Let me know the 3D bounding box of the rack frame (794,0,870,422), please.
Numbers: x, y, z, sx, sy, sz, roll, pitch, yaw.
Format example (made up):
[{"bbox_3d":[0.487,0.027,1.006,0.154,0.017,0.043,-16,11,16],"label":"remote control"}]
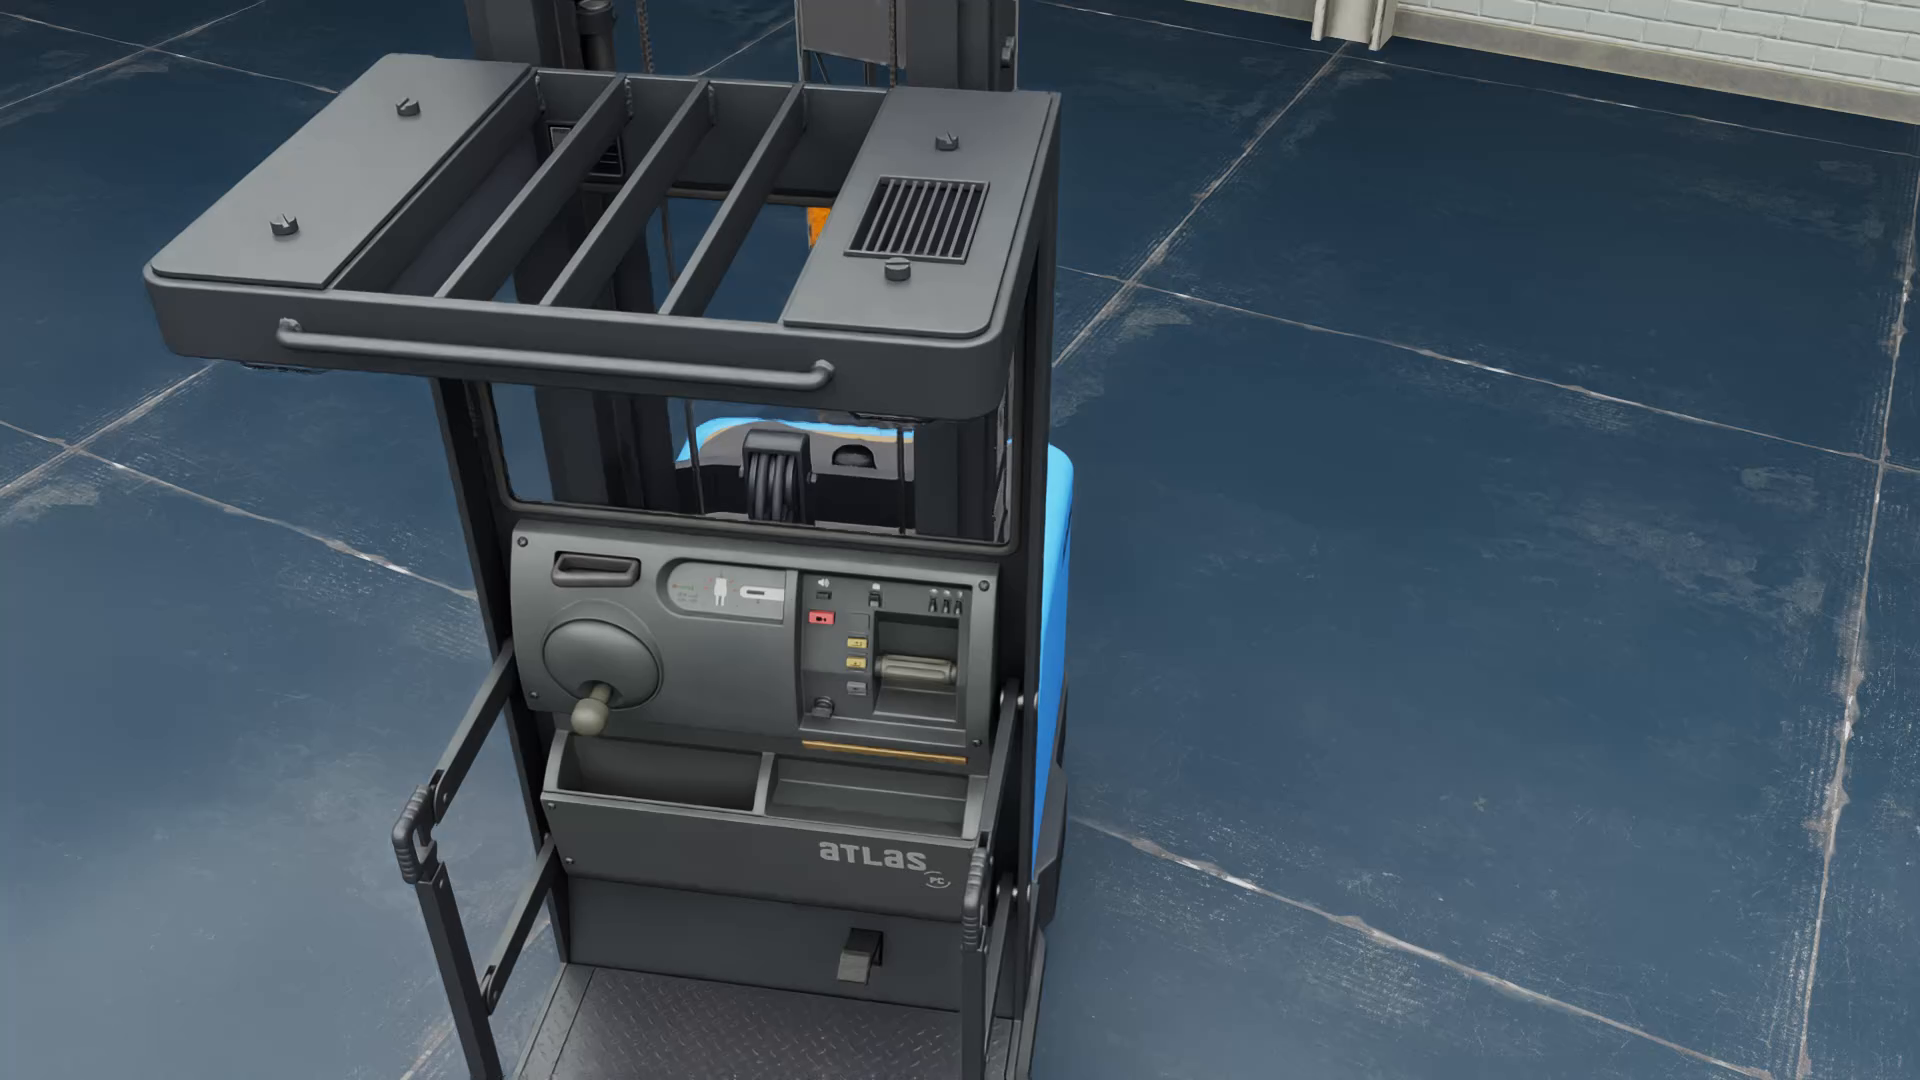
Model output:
[{"bbox_3d":[-0.364,-0.950,5.265,0.015,2.100,0.400,17,41,21],"label":"rack frame"}]

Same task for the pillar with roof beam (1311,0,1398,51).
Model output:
[{"bbox_3d":[0.275,-4.172,3.803,0.400,9.000,9.100,17,41,21],"label":"pillar with roof beam"}]

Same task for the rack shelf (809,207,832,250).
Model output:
[{"bbox_3d":[-0.147,-0.872,5.184,0.480,0.518,0.431,17,41,21],"label":"rack shelf"}]

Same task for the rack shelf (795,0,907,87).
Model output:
[{"bbox_3d":[-0.147,-1.429,4.761,0.480,0.518,0.431,17,41,21],"label":"rack shelf"}]

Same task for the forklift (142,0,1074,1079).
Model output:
[{"bbox_3d":[-0.425,0.269,2.971,1.130,2.935,3.031,5,38,7],"label":"forklift"}]

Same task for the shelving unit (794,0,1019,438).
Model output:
[{"bbox_3d":[-0.147,-0.882,5.176,0.503,2.100,0.431,17,41,21],"label":"shelving unit"}]

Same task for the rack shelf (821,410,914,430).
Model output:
[{"bbox_3d":[-0.147,-0.314,5.607,0.480,0.518,0.431,17,41,21],"label":"rack shelf"}]

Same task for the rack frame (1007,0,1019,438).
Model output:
[{"bbox_3d":[0.070,-0.815,5.086,0.015,2.100,0.400,17,41,21],"label":"rack frame"}]
